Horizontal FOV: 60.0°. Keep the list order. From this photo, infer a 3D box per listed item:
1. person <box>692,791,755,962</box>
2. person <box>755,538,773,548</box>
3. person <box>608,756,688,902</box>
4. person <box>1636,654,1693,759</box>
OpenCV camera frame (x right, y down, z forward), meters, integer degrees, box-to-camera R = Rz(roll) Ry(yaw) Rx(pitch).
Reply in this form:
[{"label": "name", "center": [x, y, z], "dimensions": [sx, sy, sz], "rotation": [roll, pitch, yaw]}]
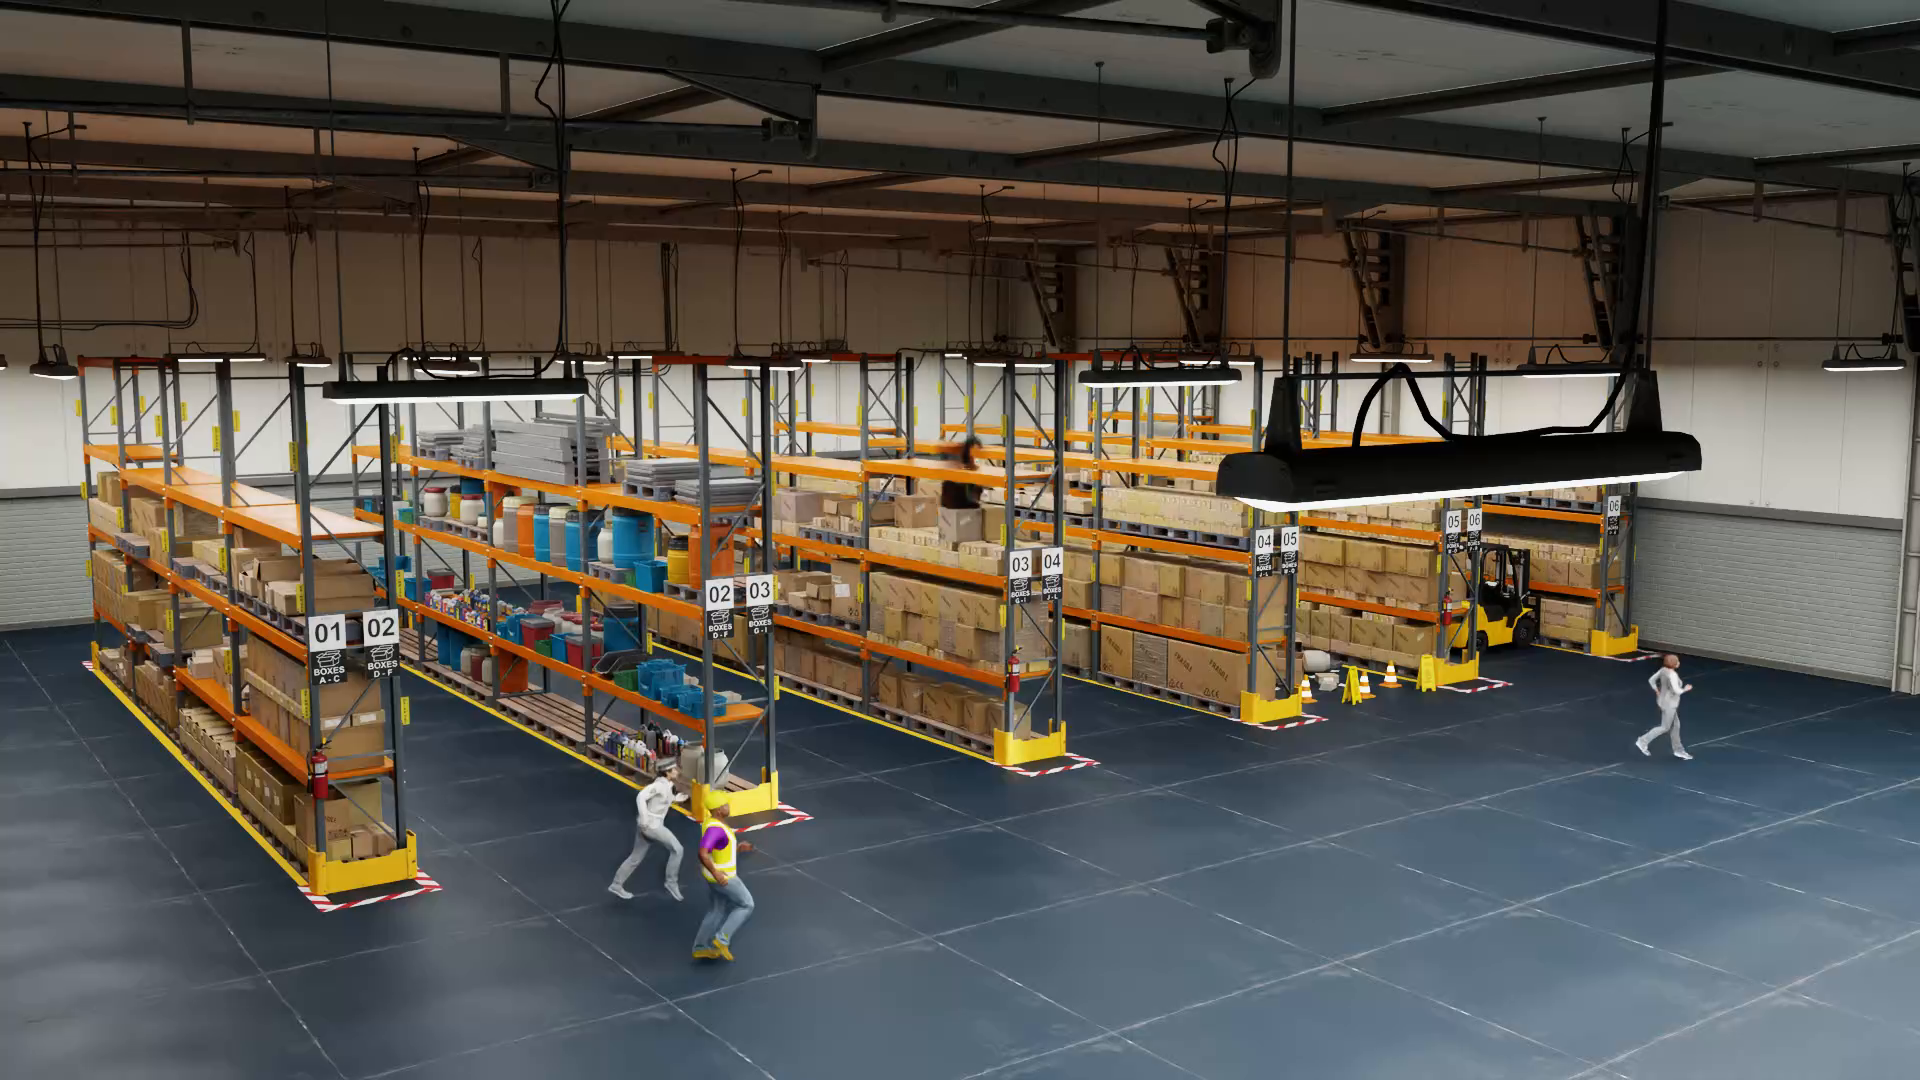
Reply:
[{"label": "person", "center": [-2.399, 3.414, 16.909], "dimensions": [0.683, 1.754, 0.676], "rotation": [-3, 7, -21]}, {"label": "person", "center": [-5.005, 0.465, 41.586], "dimensions": [0.648, 1.701, 0.894], "rotation": [6, 9, 40]}, {"label": "person", "center": [-3.489, 3.265, 18.681], "dimensions": [0.890, 1.672, 0.619], "rotation": [-2, 7, -15]}, {"label": "person", "center": [10.593, 2.498, 24.940], "dimensions": [0.859, 1.597, 0.565], "rotation": [1, 7, 5]}]
